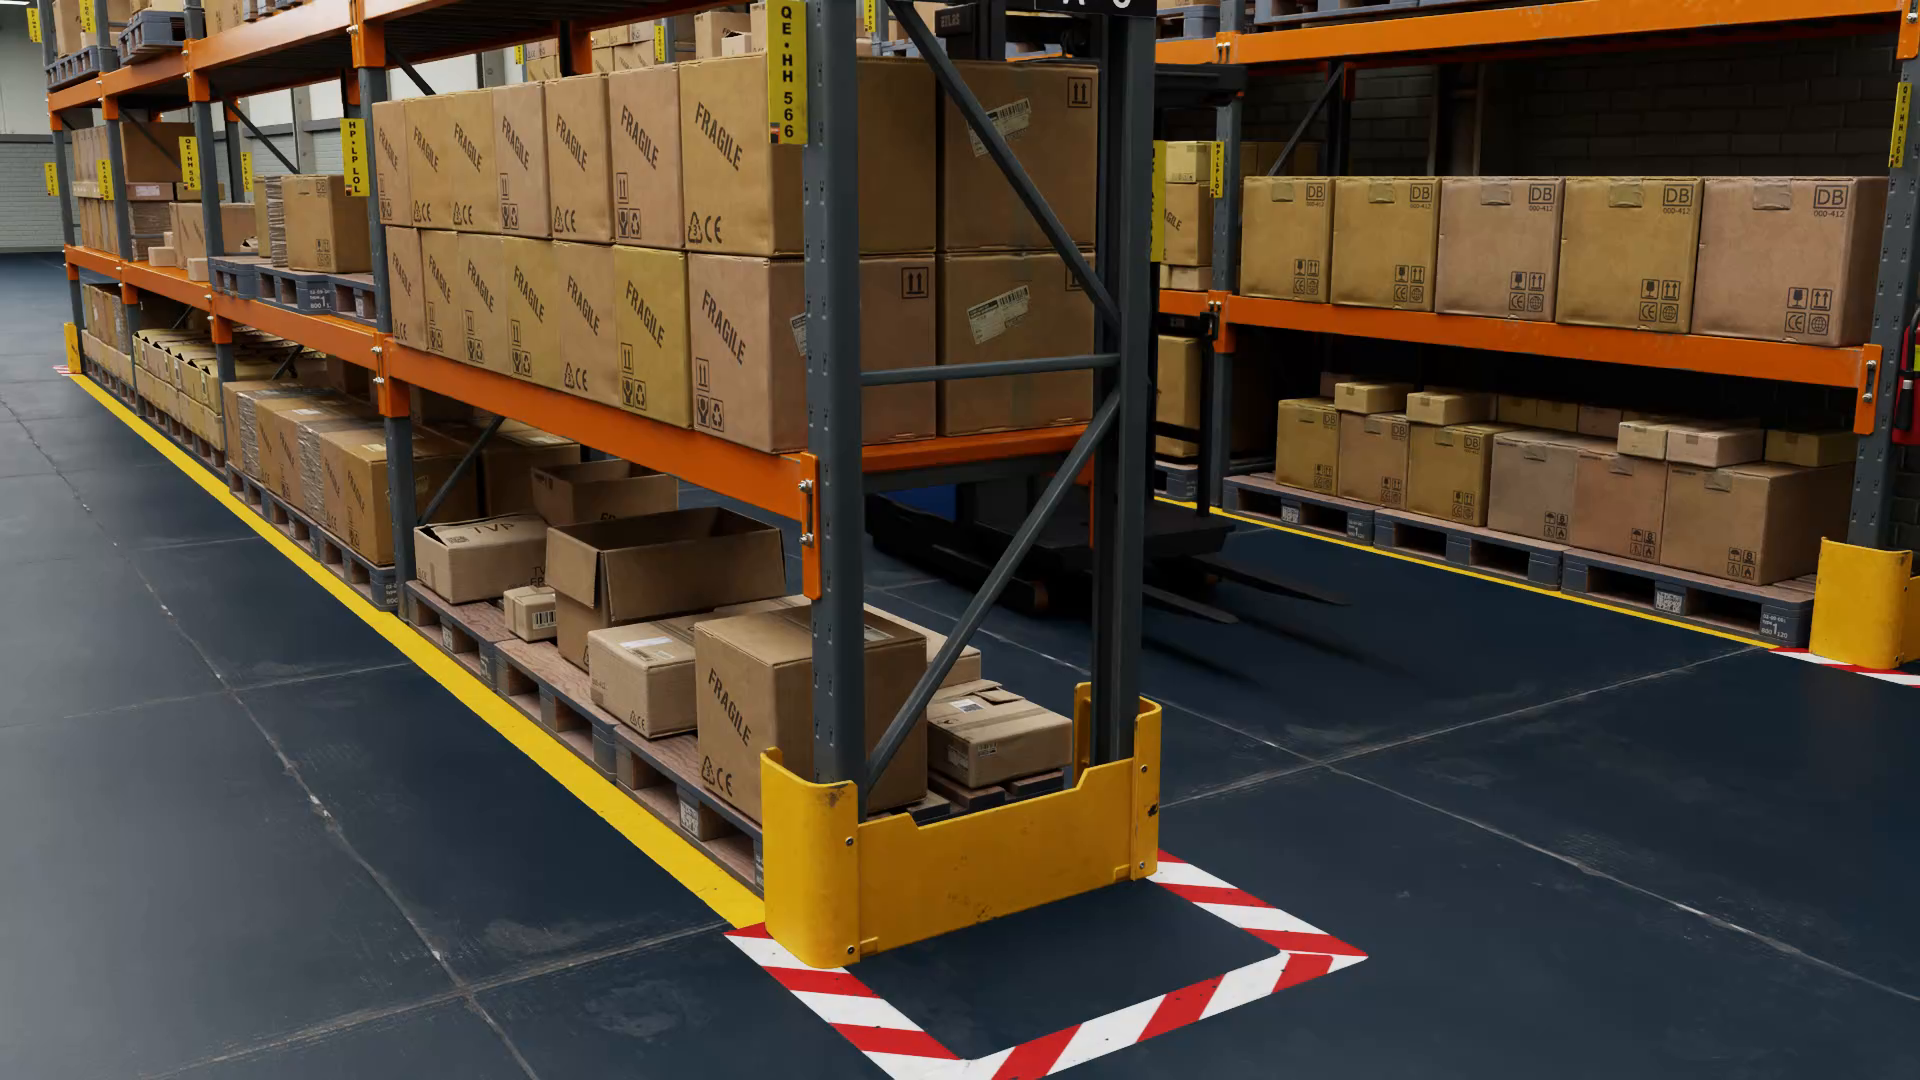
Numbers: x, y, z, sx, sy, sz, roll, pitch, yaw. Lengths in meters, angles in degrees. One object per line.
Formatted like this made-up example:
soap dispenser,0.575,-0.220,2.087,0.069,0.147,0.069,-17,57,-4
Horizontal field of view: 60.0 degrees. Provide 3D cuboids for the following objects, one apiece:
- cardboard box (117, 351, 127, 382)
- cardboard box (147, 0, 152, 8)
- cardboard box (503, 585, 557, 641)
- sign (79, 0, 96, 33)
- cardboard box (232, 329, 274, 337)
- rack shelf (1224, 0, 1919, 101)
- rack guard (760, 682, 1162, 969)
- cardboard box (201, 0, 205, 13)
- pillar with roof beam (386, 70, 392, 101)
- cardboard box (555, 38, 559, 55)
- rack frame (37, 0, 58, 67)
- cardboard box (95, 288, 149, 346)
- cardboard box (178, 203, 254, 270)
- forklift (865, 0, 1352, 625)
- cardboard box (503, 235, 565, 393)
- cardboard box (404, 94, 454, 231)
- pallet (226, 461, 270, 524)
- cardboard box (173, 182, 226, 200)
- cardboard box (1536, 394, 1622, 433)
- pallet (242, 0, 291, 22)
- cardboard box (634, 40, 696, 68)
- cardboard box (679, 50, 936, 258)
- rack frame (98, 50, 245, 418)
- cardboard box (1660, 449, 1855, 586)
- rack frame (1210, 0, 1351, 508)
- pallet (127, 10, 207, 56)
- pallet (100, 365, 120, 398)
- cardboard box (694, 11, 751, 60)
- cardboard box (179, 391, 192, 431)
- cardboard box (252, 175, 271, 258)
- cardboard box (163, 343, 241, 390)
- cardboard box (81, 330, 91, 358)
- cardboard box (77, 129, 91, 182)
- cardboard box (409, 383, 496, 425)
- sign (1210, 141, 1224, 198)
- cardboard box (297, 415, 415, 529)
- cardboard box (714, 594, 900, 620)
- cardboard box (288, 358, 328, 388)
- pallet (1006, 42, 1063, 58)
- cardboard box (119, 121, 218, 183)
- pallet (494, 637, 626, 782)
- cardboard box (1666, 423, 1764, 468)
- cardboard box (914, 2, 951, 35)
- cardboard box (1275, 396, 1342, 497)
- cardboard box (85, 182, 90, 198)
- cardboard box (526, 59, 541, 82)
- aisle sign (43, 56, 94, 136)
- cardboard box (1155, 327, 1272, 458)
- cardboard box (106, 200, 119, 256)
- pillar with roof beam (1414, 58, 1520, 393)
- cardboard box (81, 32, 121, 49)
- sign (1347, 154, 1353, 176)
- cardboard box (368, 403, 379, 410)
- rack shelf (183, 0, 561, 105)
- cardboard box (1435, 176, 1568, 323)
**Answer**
cardboard box,-7.288,-1.580,15.021,0.500,0.250,0.500,-8,15,-33
cardboard box,-5.937,-4.322,12.698,0.500,0.500,0.500,-6,14,-27
cardboard box,-1.608,0.273,6.694,0.380,0.166,0.250,-8,15,-33
sign,-7.041,-4.262,13.415,0.100,0.325,0.005,-8,15,-33
cardboard box,-5.824,-1.578,13.696,0.500,0.311,0.500,-8,14,-31
rack shelf,3.082,-2.494,8.409,1.077,0.370,4.000,-8,15,-33
rack guard,0.026,0.770,4.671,1.175,0.500,0.348,-8,15,-33
cardboard box,-4.662,-3.532,10.837,0.500,0.250,0.500,-9,15,-37
pillar with roof beam,-13.799,-8.403,26.725,9.100,9.000,0.400,-8,15,-33
cardboard box,-4.134,-5.600,18.307,0.500,0.500,0.500,-8,14,-31
rack frame,-8.796,-6.214,16.713,1.000,3.000,0.127,-8,15,-33
cardboard box,-7.856,-2.123,15.745,0.500,0.500,0.500,-8,15,-33
cardboard box,-5.599,-2.299,12.621,0.500,0.500,0.500,-8,15,-33
forklift,0.637,-1.192,7.951,1.130,2.935,3.031,-7,14,-29
cardboard box,-1.248,-0.805,5.787,0.500,0.500,0.500,-8,15,-34
cardboard box,-1.835,-1.478,6.522,0.500,0.500,0.500,-9,15,-35
pallet,-3.982,-0.361,10.518,1.003,0.211,1.213,-8,15,-33
cardboard box,-6.568,-3.008,14.344,0.380,0.149,0.250,-8,15,-33
cardboard box,3.251,-0.665,8.731,0.380,0.149,0.250,-8,15,-32
pallet,-3.028,-2.831,8.704,1.213,0.211,1.003,-8,15,-33
cardboard box,-2.945,-4.744,16.731,0.500,0.500,0.500,-8,14,-31
cardboard box,-0.407,-1.022,4.437,0.500,0.500,0.500,-8,15,-33
rack frame,-6.580,-2.572,14.101,1.000,3.000,0.127,-8,15,-33
cardboard box,3.719,-0.121,7.763,0.700,0.500,0.500,-8,15,-33
rack frame,1.974,-1.736,10.279,1.000,3.000,0.127,-8,15,-33
pallet,-4.814,-3.344,11.051,1.213,0.211,1.003,-7,14,-30
pallet,-7.666,-1.573,16.061,1.003,0.211,1.213,-8,15,-33
cardboard box,-2.222,-4.771,15.921,0.500,0.500,0.500,-6,14,-25
cardboard box,-5.423,-0.968,12.220,0.500,0.250,0.500,-8,15,-31
cardboard box,-3.921,-2.016,10.341,0.500,0.500,0.700,9,15,36
cardboard box,-5.706,-1.331,12.569,0.500,0.311,0.500,-8,14,-31
cardboard box,-8.685,-2.023,17.046,0.500,0.250,0.500,-8,15,-33
cardboard box,-8.223,-3.779,16.350,0.700,0.500,0.500,-9,15,-34
cardboard box,-2.767,-0.802,9.073,0.500,0.250,0.500,-8,15,-33
sign,1.528,-2.197,9.862,0.100,0.325,0.005,-8,15,-33
cardboard box,-3.204,-0.375,8.876,0.500,0.500,0.500,-8,15,-32
cardboard box,-0.551,0.383,5.997,0.500,0.250,0.500,-8,15,-33
cardboard box,-4.410,-1.124,11.622,0.500,0.311,0.500,-8,14,-31
pallet,0.781,-3.514,11.829,1.003,0.211,1.213,-7,14,-30
cardboard box,-6.831,-3.333,14.309,0.700,0.500,0.500,-8,15,-32
pallet,-1.088,0.553,6.340,1.003,0.211,1.213,-8,15,-33
cardboard box,3.496,-0.439,7.700,0.380,0.149,0.250,-8,15,-33
cardboard box,0.069,-4.099,12.798,0.700,0.500,0.500,-10,16,-37
cardboard box,2.303,-0.575,9.837,0.700,0.500,0.500,-8,15,-32
cardboard box,-8.185,-3.370,16.000,0.380,0.149,0.250,-9,15,-35
cardboard box,-4.697,-5.305,19.298,0.500,0.500,0.500,-8,14,-31
aisle sign,-9.088,-4.529,16.964,0.394,0.787,0.004,-8,15,-33
cardboard box,1.506,-0.991,10.922,0.750,0.750,0.750,-8,15,-32
cardboard box,-7.404,-2.882,15.283,0.700,0.500,0.500,-8,15,-32
pillar with roof beam,-0.502,-4.135,7.207,9.100,9.000,0.400,-8,15,-33
cardboard box,-7.476,-4.370,14.580,0.380,0.149,0.250,-8,15,-33
sign,2.435,-2.264,10.480,0.100,0.325,0.005,-8,15,-33
cardboard box,-3.068,-0.531,9.590,0.500,0.500,0.500,-9,15,-35
rack shelf,-3.256,-2.619,8.978,1.077,0.370,4.000,-8,15,-33
cardboard box,3.072,-1.525,8.614,0.980,0.700,0.700,-9,15,-35
